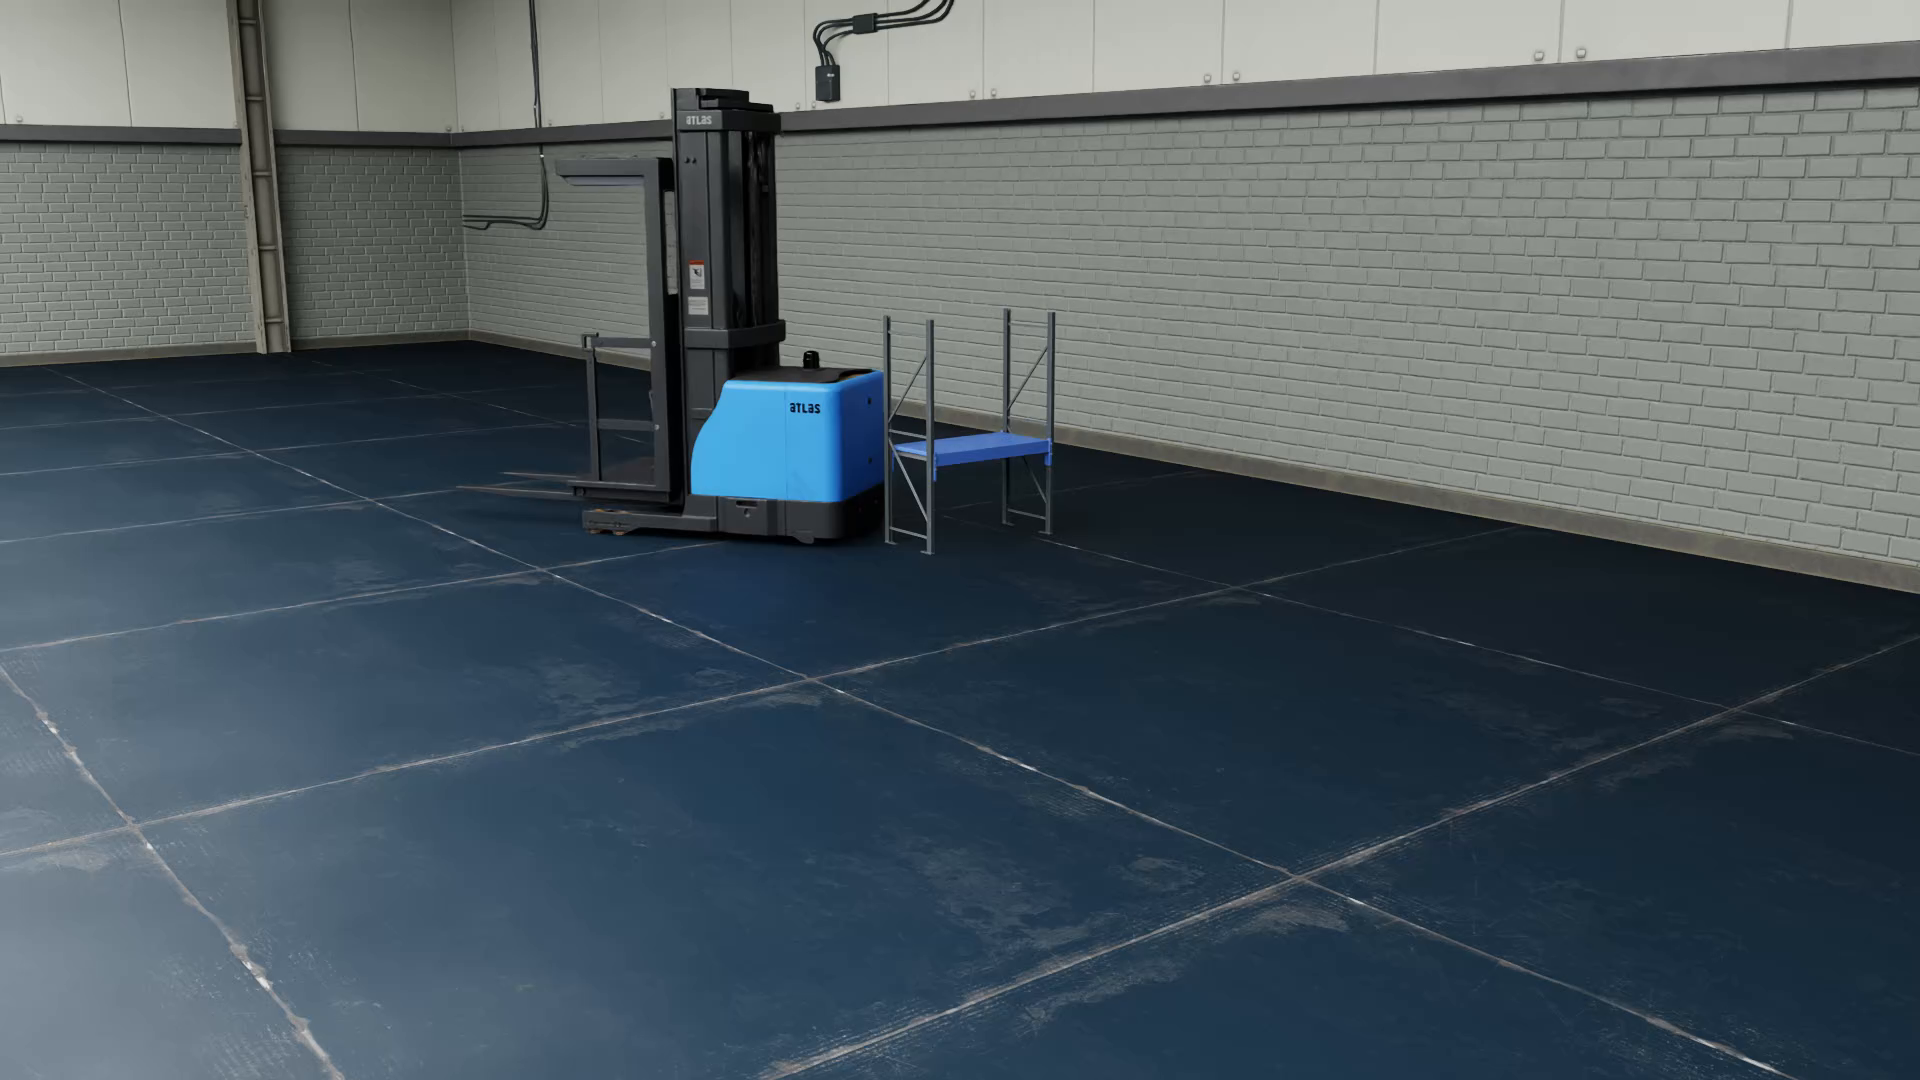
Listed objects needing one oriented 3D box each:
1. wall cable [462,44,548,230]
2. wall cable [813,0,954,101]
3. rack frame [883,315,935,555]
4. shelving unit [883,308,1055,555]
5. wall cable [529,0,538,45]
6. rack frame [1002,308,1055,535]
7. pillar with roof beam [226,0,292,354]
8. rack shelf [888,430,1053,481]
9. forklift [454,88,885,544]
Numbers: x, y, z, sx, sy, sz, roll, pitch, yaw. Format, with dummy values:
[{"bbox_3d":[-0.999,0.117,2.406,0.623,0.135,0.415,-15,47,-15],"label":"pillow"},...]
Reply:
[{"bbox_3d":[-6.692,-5.743,23.984,0.112,2.526,3.097,-9,15,-38],"label":"wall cable"},{"bbox_3d":[-0.774,-7.383,16.047,0.169,6.003,2.305,-9,15,-38],"label":"wall cable"},{"bbox_3d":[-0.330,-0.679,10.714,0.032,1.500,0.500,-9,15,-38],"label":"rack frame"},{"bbox_3d":[0.067,-0.745,11.025,1.048,1.500,0.538,-9,15,-38],"label":"shelving unit"},{"bbox_3d":[-5.002,-7.774,21.393,0.112,2.526,3.097,-9,15,-38],"label":"wall cable"},{"bbox_3d":[0.464,-0.811,11.336,0.032,1.500,0.500,-9,15,-38],"label":"rack frame"},{"bbox_3d":[-7.130,-6.396,19.583,0.400,9.000,9.100,-9,15,-38],"label":"pillar with roof beam"},{"bbox_3d":[0.067,-0.569,11.062,1.000,0.185,0.538,-9,15,-38],"label":"rack shelf"},{"bbox_3d":[-2.061,-1.565,11.441,3.031,2.935,1.130,4,13,17],"label":"forklift"}]
